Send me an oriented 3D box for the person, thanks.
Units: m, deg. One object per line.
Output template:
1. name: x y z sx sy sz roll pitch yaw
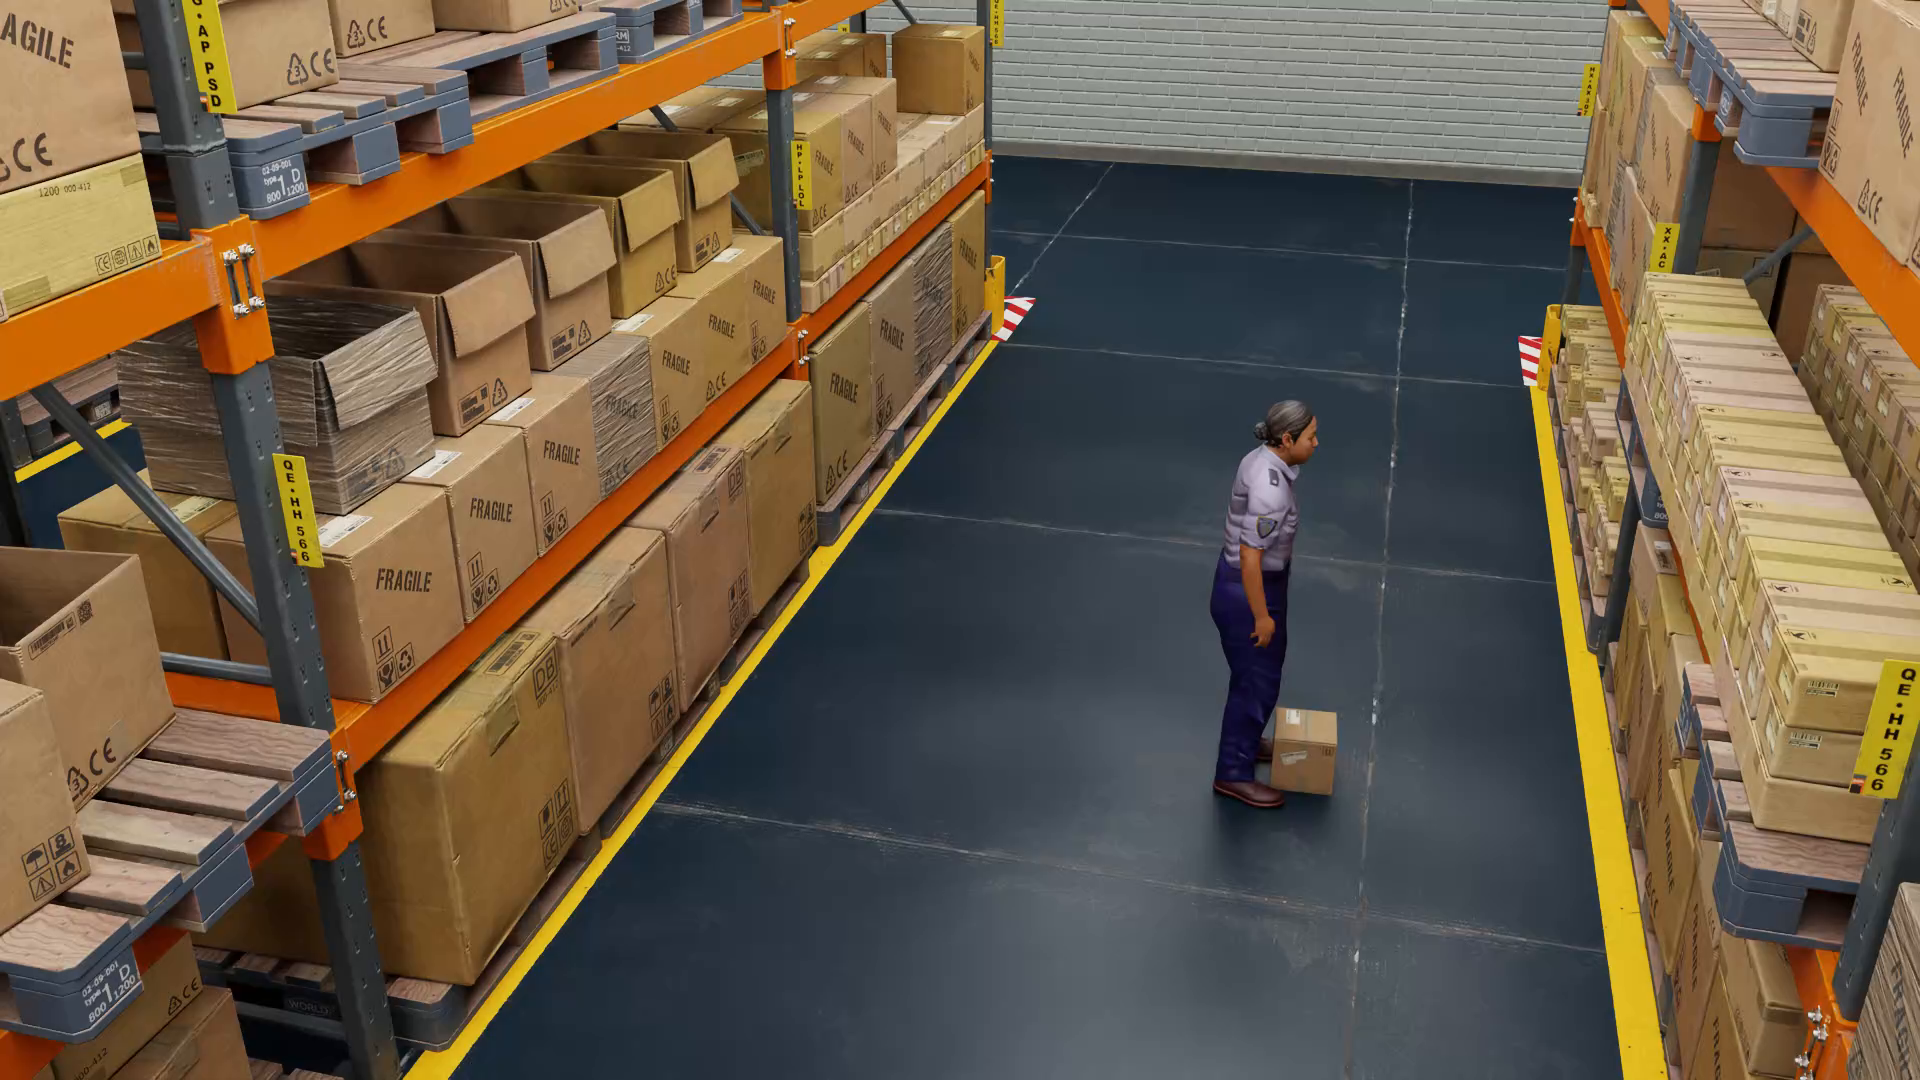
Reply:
1. person: 1.193 0.225 6.648 0.374 1.650 0.553 5 26 10
